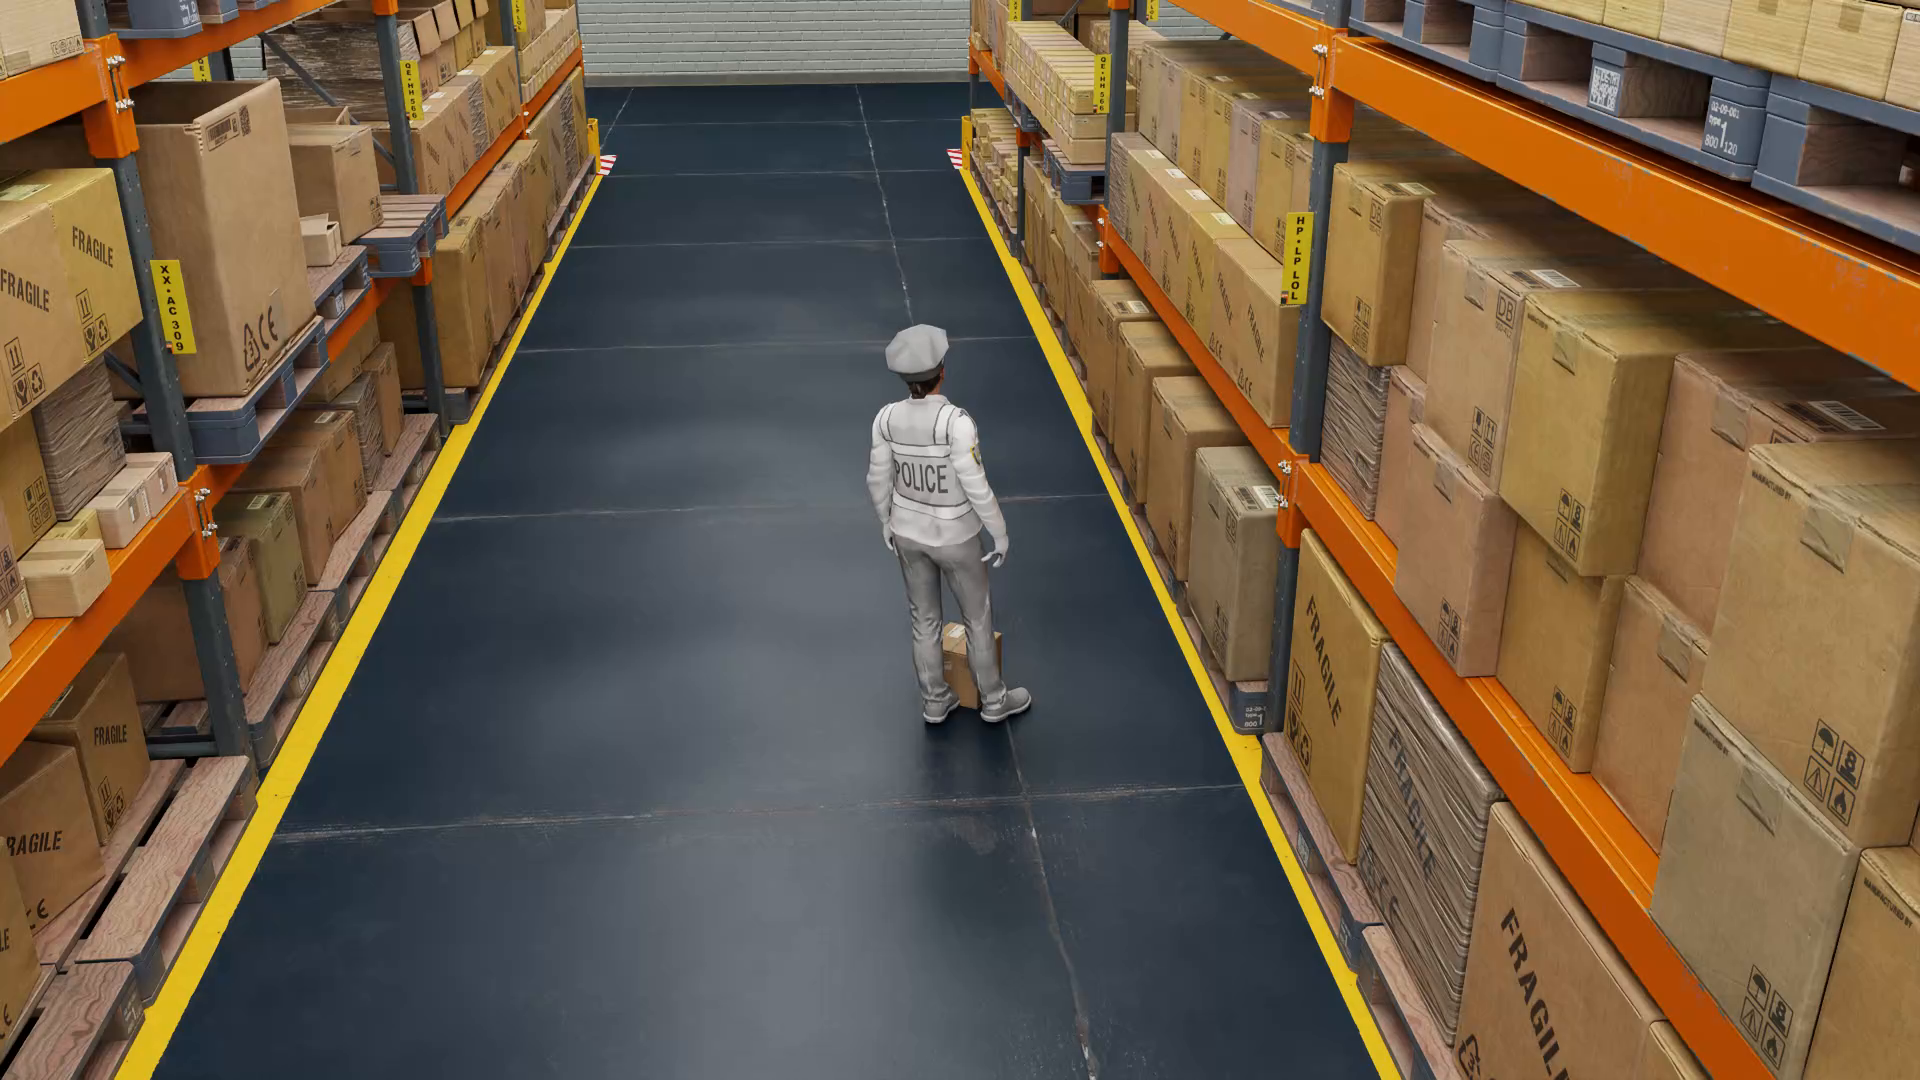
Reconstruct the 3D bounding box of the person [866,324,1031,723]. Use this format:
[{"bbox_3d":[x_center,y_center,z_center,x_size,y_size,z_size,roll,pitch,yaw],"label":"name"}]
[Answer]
[{"bbox_3d":[-0.056,-0.052,6.654,0.587,1.694,0.530,12,27,25],"label":"person"}]
